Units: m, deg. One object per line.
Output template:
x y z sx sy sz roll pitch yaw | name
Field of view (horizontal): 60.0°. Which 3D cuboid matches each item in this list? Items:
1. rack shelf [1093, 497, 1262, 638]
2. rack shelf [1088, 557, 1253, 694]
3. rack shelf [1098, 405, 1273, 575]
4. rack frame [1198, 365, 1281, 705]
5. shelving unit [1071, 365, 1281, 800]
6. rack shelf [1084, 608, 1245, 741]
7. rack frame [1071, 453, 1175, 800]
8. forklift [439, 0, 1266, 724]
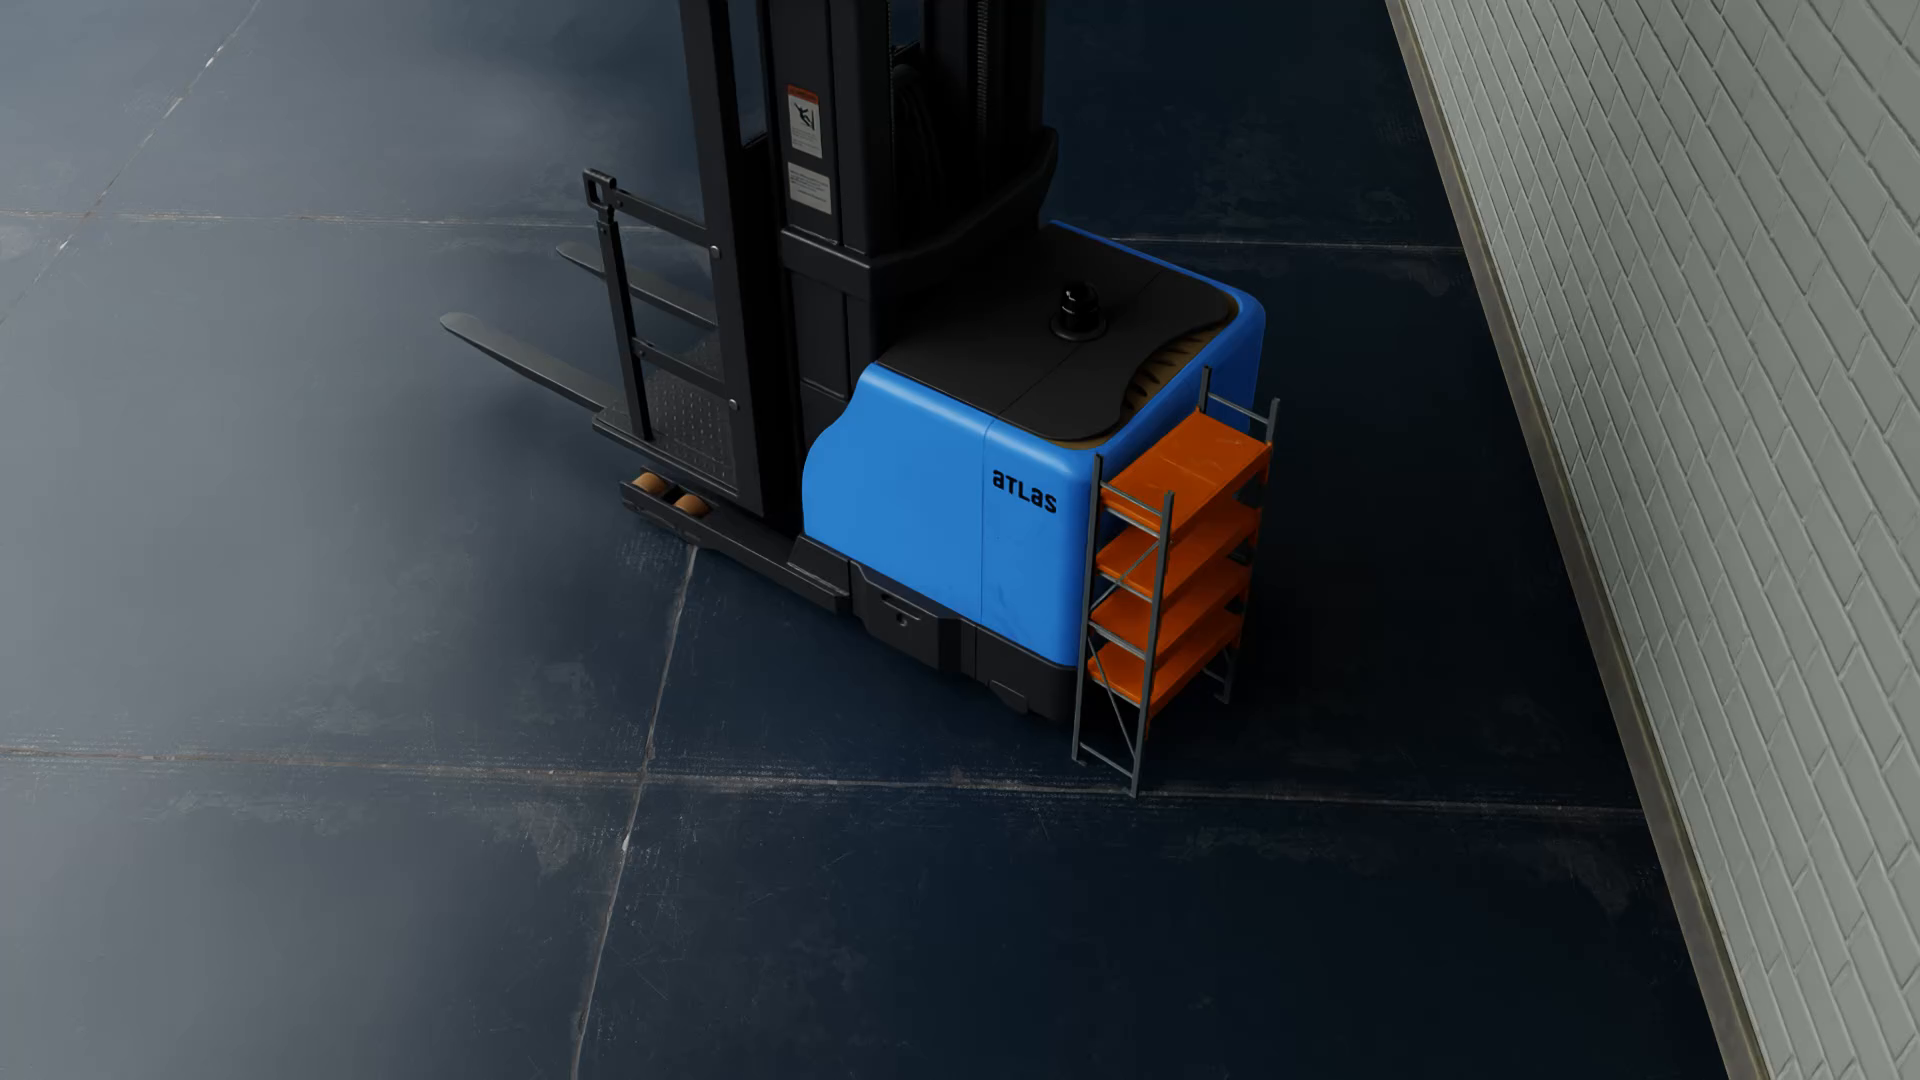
0.593 0.033 4.605 0.258 0.148 0.480 30 51 28 | rack shelf
0.593 0.196 4.757 0.258 0.148 0.480 30 51 28 | rack shelf
0.593 -0.141 4.443 0.258 0.148 0.480 30 51 28 | rack shelf
0.751 0.020 4.847 0.240 1.200 0.015 30 51 28 | rack frame
0.593 0.147 4.711 0.258 1.200 0.503 30 51 28 | shelving unit
0.592 0.342 4.892 0.258 0.148 0.480 30 51 28 | rack shelf
0.435 0.274 4.575 0.240 1.200 0.015 30 51 28 | rack frame
-0.563 -1.328 5.025 3.031 2.935 1.130 26 49 25 | forklift
